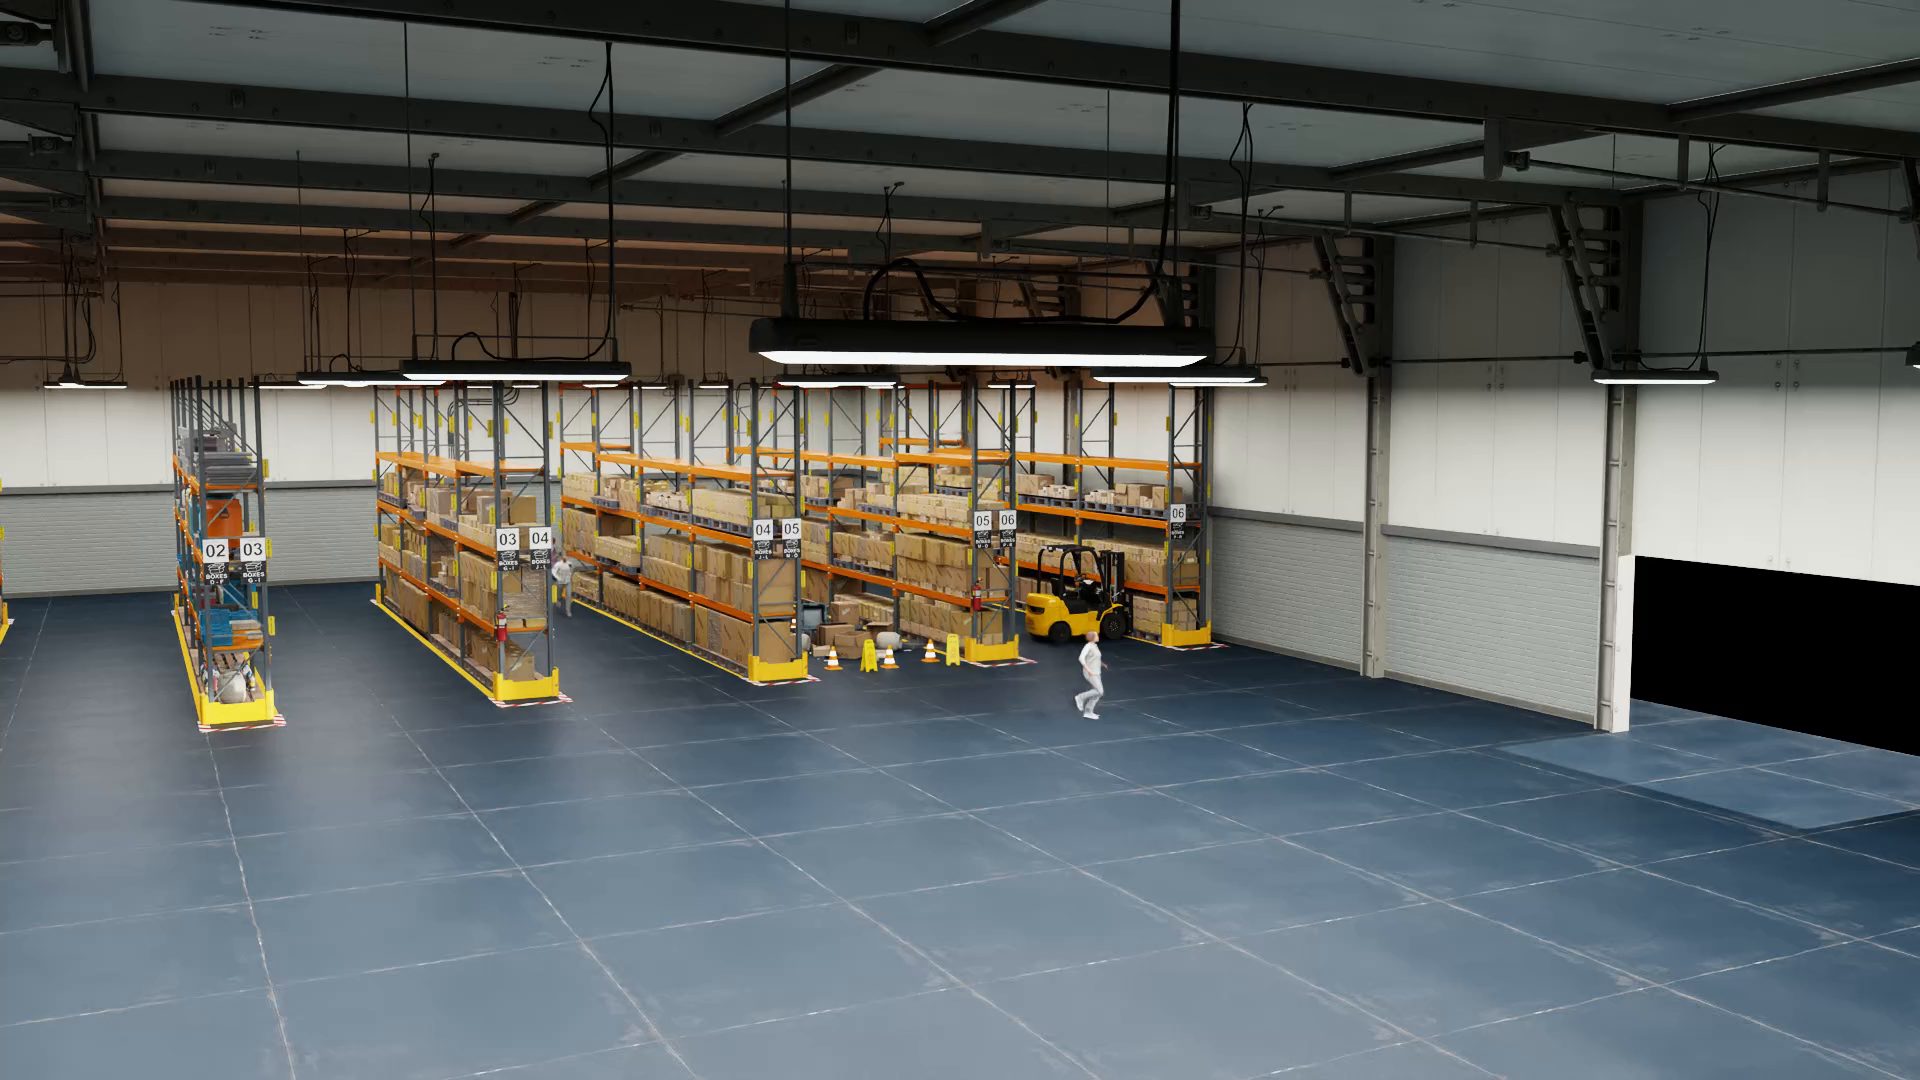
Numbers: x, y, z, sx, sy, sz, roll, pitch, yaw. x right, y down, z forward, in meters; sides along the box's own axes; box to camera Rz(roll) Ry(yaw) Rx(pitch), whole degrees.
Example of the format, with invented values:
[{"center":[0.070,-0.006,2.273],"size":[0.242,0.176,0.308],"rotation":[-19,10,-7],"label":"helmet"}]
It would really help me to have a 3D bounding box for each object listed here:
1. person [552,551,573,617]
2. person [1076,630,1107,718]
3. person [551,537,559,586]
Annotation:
[{"center":[-10.191,1.108,42.728],"size":[0.587,1.697,1.058],"rotation":[-2,6,-25],"label":"person"},{"center":[2.308,2.358,29.184],"size":[0.521,1.556,0.588],"rotation":[2,5,22],"label":"person"},{"center":[-11.806,0.685,48.016],"size":[0.498,1.560,0.601],"rotation":[-4,7,-40],"label":"person"}]
